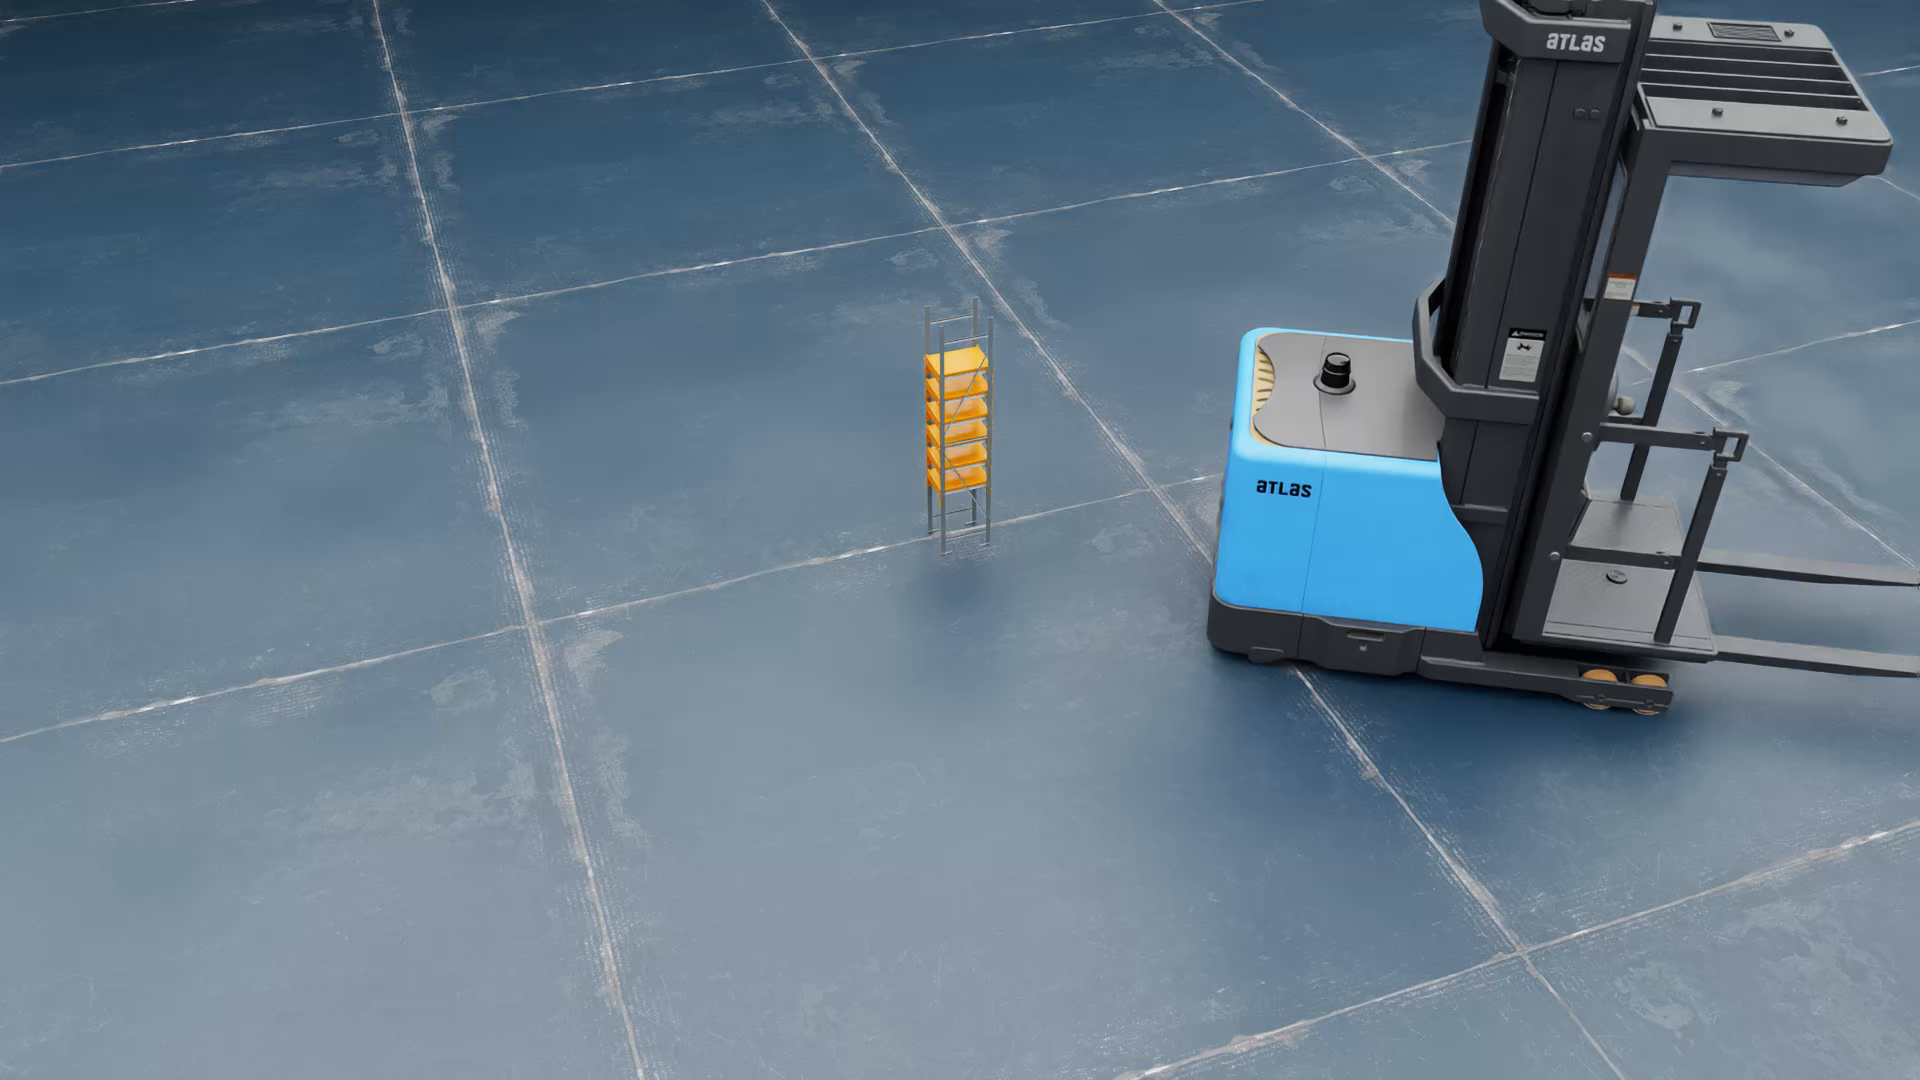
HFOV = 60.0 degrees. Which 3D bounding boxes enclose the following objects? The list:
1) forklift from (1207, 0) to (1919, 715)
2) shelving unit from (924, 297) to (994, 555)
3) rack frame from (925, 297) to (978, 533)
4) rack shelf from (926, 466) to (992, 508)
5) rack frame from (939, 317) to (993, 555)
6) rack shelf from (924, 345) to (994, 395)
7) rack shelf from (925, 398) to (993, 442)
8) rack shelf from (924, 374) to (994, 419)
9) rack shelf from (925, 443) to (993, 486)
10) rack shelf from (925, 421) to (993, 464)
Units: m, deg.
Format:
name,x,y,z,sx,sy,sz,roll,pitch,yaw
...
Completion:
name,x,y,z,sx,sy,sz,roll,pitch,yaw
forklift,2.619,-0.803,6.380,3.031,2.935,1.130,6,37,8
shelving unit,-0.005,-0.487,7.400,0.258,1.200,0.189,-12,39,-16
rack frame,-0.036,-0.539,7.468,0.240,1.200,0.006,-12,39,-16
rack shelf,-0.005,-0.260,7.571,0.258,0.103,0.180,-12,39,-16
rack frame,0.026,-0.436,7.331,0.240,1.200,0.006,-12,39,-16
rack shelf,-0.005,-0.739,7.210,0.258,0.103,0.180,-12,39,-16
rack shelf,-0.005,-0.548,7.354,0.258,0.103,0.180,-12,39,-16
rack shelf,-0.005,-0.644,7.282,0.258,0.103,0.180,-12,39,-16
rack shelf,-0.005,-0.356,7.499,0.258,0.103,0.180,-12,39,-16
rack shelf,-0.005,-0.452,7.427,0.258,0.103,0.180,-12,39,-16
